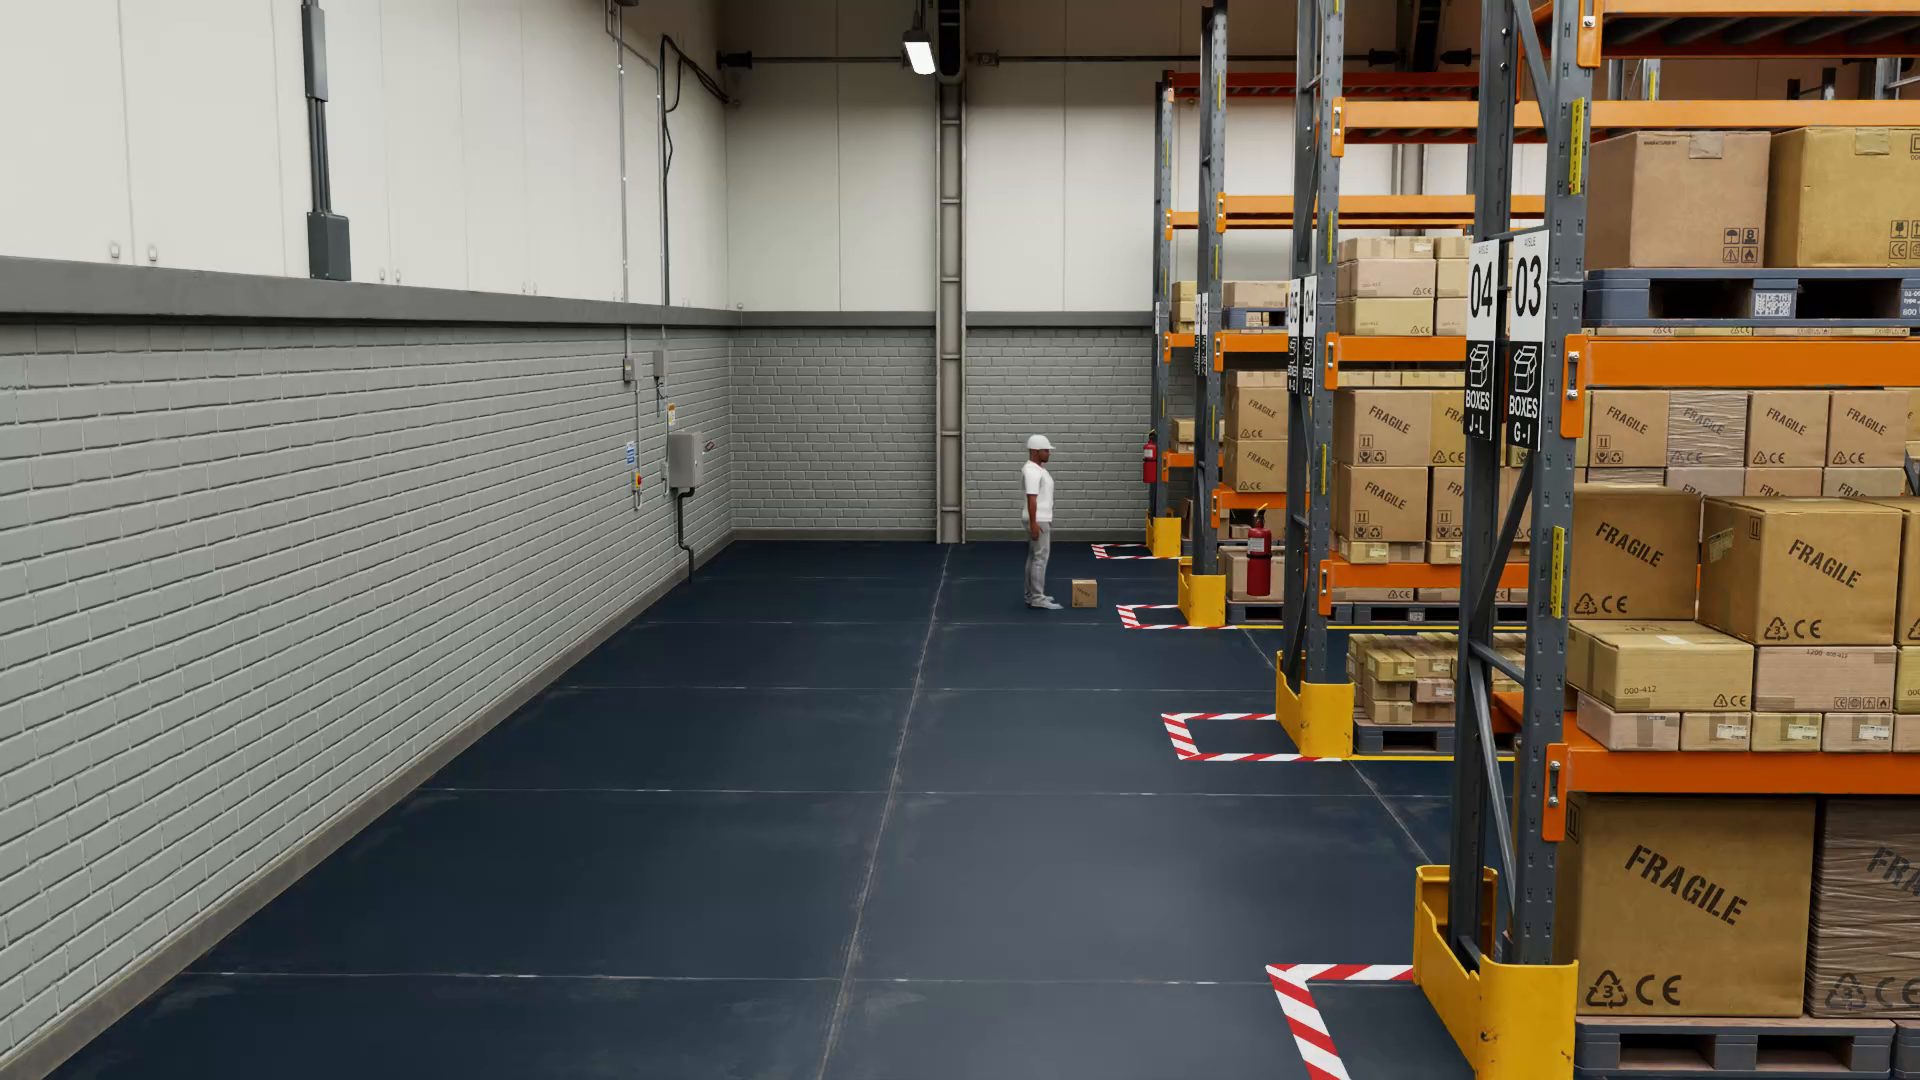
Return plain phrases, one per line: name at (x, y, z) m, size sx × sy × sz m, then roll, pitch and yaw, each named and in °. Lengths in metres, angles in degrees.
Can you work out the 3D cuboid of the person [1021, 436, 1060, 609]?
person at (0.835, -0.195, 17.239) m, size 0.411 × 1.776 × 0.578 m, roll 0°, pitch 7°, yaw 3°
